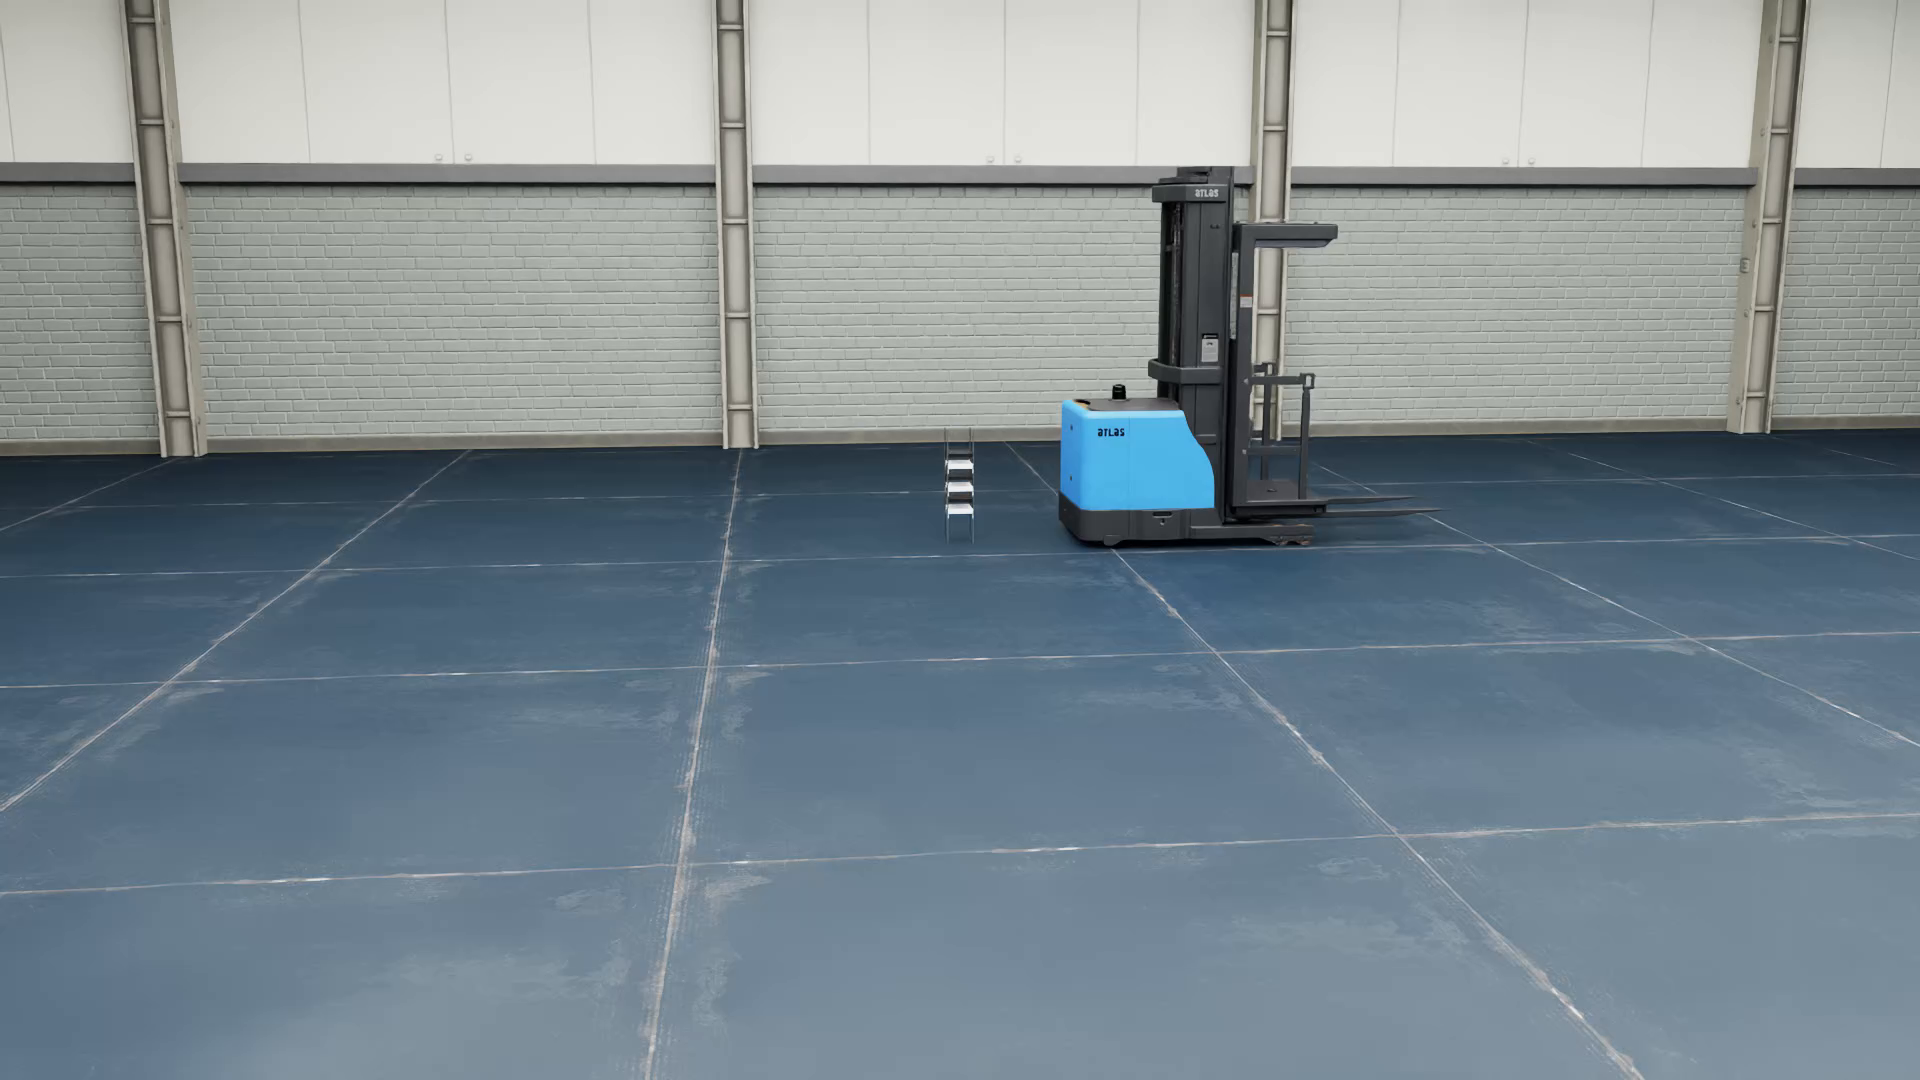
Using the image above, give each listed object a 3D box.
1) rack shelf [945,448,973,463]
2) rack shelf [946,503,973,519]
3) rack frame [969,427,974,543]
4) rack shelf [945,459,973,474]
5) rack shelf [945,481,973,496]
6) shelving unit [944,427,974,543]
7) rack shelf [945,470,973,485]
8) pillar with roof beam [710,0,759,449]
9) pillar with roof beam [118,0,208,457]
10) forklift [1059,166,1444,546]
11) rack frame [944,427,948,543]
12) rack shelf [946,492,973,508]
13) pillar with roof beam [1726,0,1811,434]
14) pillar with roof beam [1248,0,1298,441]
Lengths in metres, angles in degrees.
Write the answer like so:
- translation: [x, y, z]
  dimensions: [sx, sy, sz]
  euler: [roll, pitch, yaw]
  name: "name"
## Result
- translation: [-0.008, -0.674, 13.235]
  dimensions: [0.200, 0.077, 0.258]
  euler: [-1, 11, -6]
  name: "rack shelf"
- translation: [-0.008, -0.232, 13.322]
  dimensions: [0.200, 0.077, 0.258]
  euler: [-1, 11, -6]
  name: "rack shelf"
- translation: [0.093, -0.443, 13.291]
  dimensions: [0.006, 0.900, 0.240]
  euler: [-1, 11, -6]
  name: "rack frame"
- translation: [-0.008, -0.585, 13.252]
  dimensions: [0.200, 0.077, 0.258]
  euler: [-1, 11, -6]
  name: "rack shelf"
- translation: [-0.008, -0.409, 13.287]
  dimensions: [0.200, 0.077, 0.258]
  euler: [-1, 11, -6]
  name: "rack shelf"
- translation: [-0.008, -0.441, 13.280]
  dimensions: [0.210, 0.900, 0.258]
  euler: [-1, 11, -6]
  name: "shelving unit"
- translation: [-0.008, -0.497, 13.269]
  dimensions: [0.200, 0.077, 0.258]
  euler: [-1, 11, -6]
  name: "rack shelf"
- translation: [-1.998, -4.642, 13.650]
  dimensions: [0.400, 9.000, 9.100]
  euler: [-1, 11, -6]
  name: "pillar with roof beam"
- translation: [-7.963, -4.517, 13.014]
  dimensions: [0.400, 9.000, 9.100]
  euler: [-1, 11, -6]
  name: "pillar with roof beam"
- translation: [2.379, -1.495, 13.373]
  dimensions: [3.031, 2.935, 1.130]
  euler: [-1, 11, -7]
  name: "forklift"
- translation: [-0.109, -0.439, 13.270]
  dimensions: [0.006, 0.900, 0.240]
  euler: [-1, 11, -6]
  name: "rack frame"
- translation: [-0.008, -0.320, 13.304]
  dimensions: [0.200, 0.077, 0.258]
  euler: [-1, 11, -6]
  name: "rack shelf"
- translation: [9.932, -4.892, 14.921]
  dimensions: [0.400, 9.000, 9.100]
  euler: [-1, 11, -6]
  name: "pillar with roof beam"
- translation: [3.967, -4.767, 14.286]
  dimensions: [0.400, 9.000, 9.100]
  euler: [-1, 11, -6]
  name: "pillar with roof beam"
